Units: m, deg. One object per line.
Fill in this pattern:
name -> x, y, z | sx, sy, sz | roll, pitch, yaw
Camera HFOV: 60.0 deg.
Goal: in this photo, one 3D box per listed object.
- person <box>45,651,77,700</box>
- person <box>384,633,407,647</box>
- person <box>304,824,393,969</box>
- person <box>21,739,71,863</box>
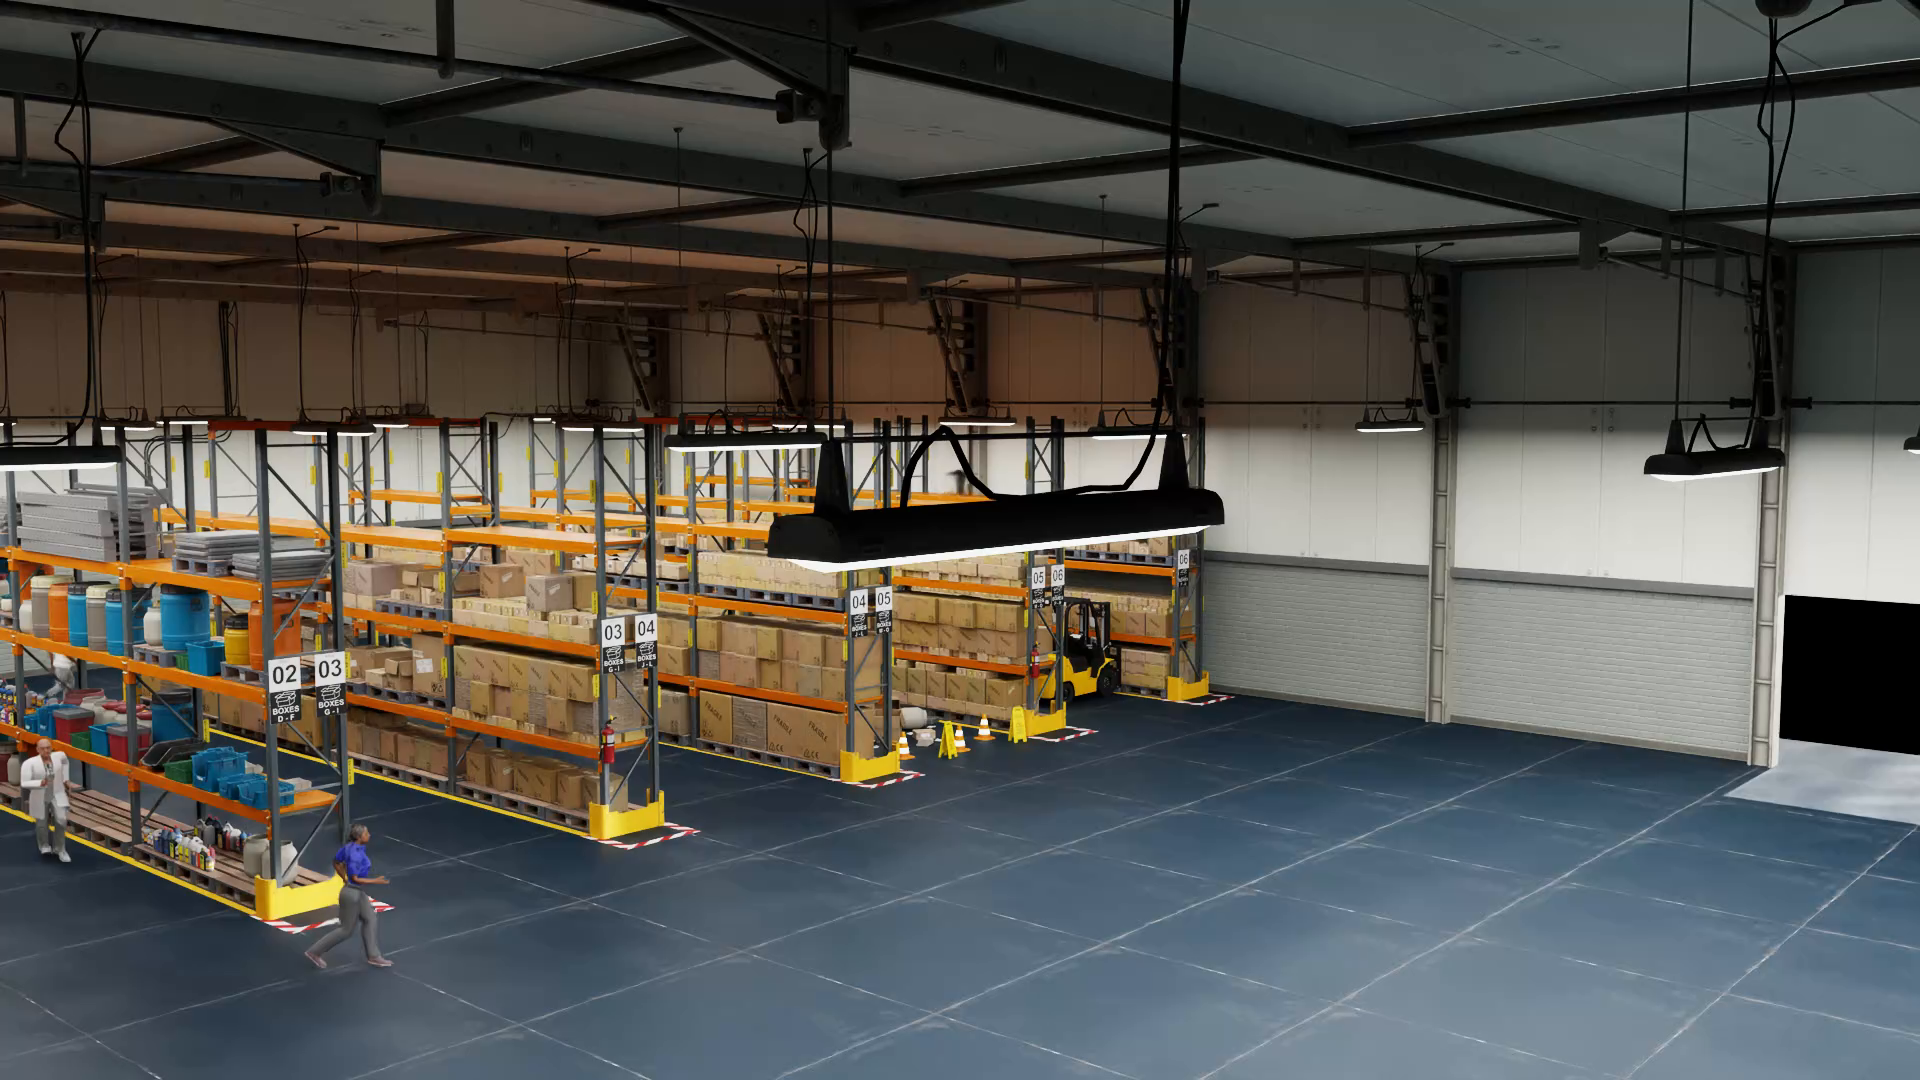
person -> -18.532, 2.638, 34.212 | 0.878, 1.704, 0.679 | -4, 6, -40
person -> -14.441, 1.984, 42.256 | 0.654, 1.701, 0.859 | -1, 5, -10
person -> -6.798, 3.980, 18.456 | 0.923, 1.658, 0.539 | -2, 5, -20
person -> -12.560, 3.655, 22.871 | 0.625, 1.536, 1.040 | -3, 6, -34
